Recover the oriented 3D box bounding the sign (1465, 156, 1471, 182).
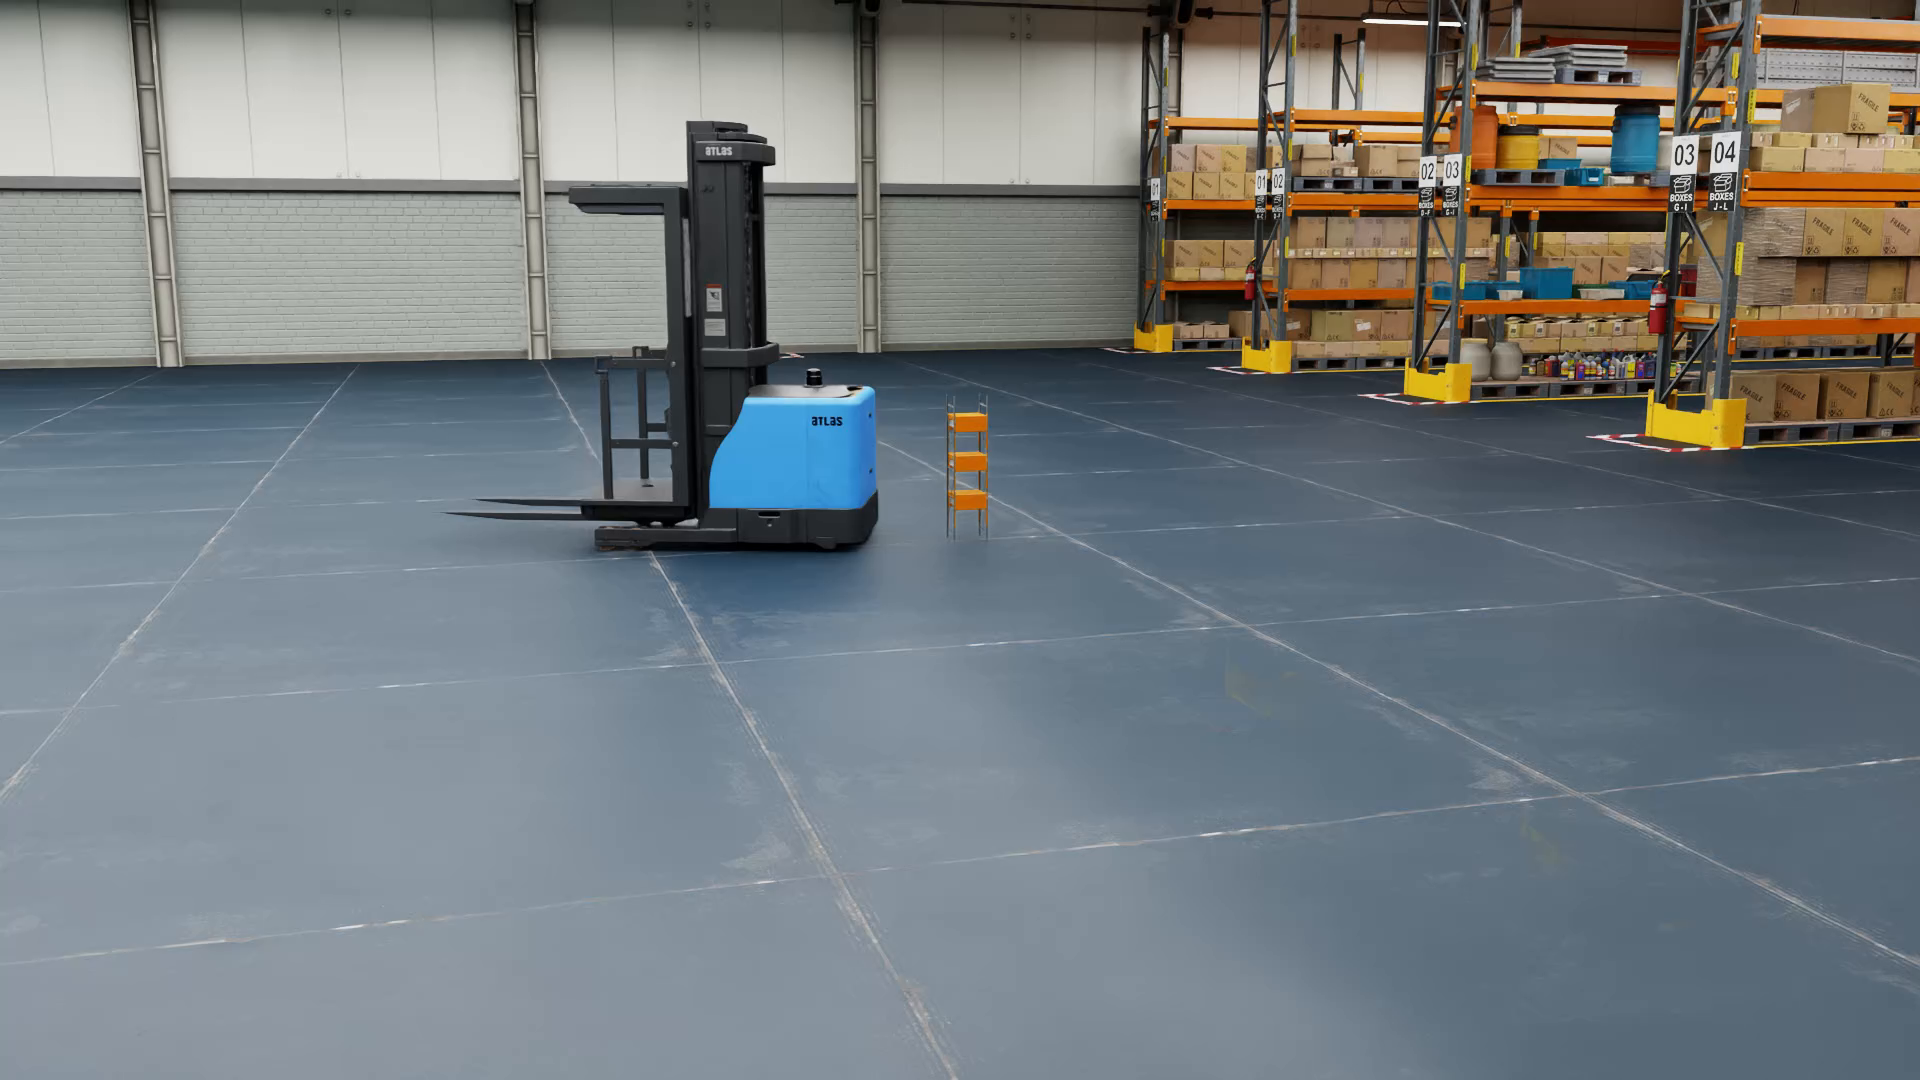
[{"bbox_3d":[6.544,-4.779,21.409,0.005,0.325,0.100,-3,11,-16],"label":"sign"}]

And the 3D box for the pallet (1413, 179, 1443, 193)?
[{"bbox_3d":[8.042,-5.843,27.458,1.213,0.211,1.003,-3,11,-16],"label":"pallet"}]

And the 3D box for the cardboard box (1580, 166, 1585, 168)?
[{"bbox_3d":[12.250,-7.333,33.819,0.500,0.500,0.700,-4,11,-19],"label":"cardboard box"}]

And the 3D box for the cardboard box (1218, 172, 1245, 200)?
[{"bbox_3d":[5.039,-6.673,31.391,0.500,0.500,0.500,-2,11,-13],"label":"cardboard box"}]

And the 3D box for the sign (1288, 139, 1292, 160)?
[{"bbox_3d":[5.163,-6.103,25.997,0.005,0.325,0.100,-3,11,-16],"label":"sign"}]

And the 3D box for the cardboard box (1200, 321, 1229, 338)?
[{"bbox_3d":[4.862,-4.059,32.023,0.500,0.311,0.500,-2,11,-11],"label":"cardboard box"}]

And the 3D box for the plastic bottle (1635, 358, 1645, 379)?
[{"bbox_3d":[9.368,-2.370,22.922,0.133,0.283,0.061,-2,11,-12],"label":"plastic bottle"}]

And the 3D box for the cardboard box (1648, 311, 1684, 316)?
[{"bbox_3d":[14.559,-4.818,34.711,0.750,0.750,0.750,-3,11,-15],"label":"cardboard box"}]

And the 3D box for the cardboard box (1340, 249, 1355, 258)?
[{"bbox_3d":[6.186,-4.645,26.927,0.250,0.149,0.380,-3,11,-17],"label":"cardboard box"}]

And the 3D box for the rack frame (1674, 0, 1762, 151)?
[{"bbox_3d":[7.779,-5.484,16.982,0.127,3.000,1.000,-3,11,-16],"label":"rack frame"}]

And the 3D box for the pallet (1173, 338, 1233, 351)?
[{"bbox_3d":[4.488,-3.785,32.021,1.213,0.211,1.003,-3,11,-16],"label":"pallet"}]

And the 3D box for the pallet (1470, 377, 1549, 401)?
[{"bbox_3d":[7.236,-2.076,22.739,1.213,0.211,1.003,-3,11,-16],"label":"pallet"}]

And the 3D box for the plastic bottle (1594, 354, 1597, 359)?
[{"bbox_3d":[8.993,-2.498,23.620,0.133,0.283,0.061,-3,11,-13],"label":"plastic bottle"}]

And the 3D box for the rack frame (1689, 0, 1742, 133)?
[{"bbox_3d":[10.235,-6.548,22.759,0.127,3.000,1.000,-3,11,-16],"label":"rack frame"}]

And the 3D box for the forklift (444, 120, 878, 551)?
[{"bbox_3d":[-2.153,-1.460,11.880,3.031,2.935,1.130,1,10,4],"label":"forklift"}]

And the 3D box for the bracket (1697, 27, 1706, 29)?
[{"bbox_3d":[15.278,-10.548,34.547,0.430,0.232,0.235,-3,11,-16],"label":"bracket"}]

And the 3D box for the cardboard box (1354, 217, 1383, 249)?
[{"bbox_3d":[6.503,-5.021,27.174,0.500,0.500,0.700,-3,11,-16],"label":"cardboard box"}]

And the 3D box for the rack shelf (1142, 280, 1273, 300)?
[{"bbox_3d":[5.546,-4.865,32.172,4.000,0.370,1.077,-3,11,-16],"label":"rack shelf"}]

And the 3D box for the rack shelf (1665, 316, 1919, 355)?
[{"bbox_3d":[9.699,-2.281,18.140,4.000,0.370,1.077,-3,11,-16],"label":"rack shelf"}]

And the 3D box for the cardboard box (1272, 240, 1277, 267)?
[{"bbox_3d":[6.134,-5.497,31.908,0.500,0.500,0.500,-3,11,-18],"label":"cardboard box"}]

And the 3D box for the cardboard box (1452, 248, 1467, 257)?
[{"bbox_3d":[8.164,-4.750,27.495,0.250,0.149,0.380,-3,11,-18],"label":"cardboard box"}]

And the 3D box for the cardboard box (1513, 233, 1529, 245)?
[{"bbox_3d":[11.669,-6.164,34.020,0.500,0.250,0.500,-3,11,-14],"label":"cardboard box"}]

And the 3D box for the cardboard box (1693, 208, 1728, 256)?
[{"bbox_3d":[8.238,-3.292,17.784,0.500,0.500,0.500,-3,11,-16],"label":"cardboard box"}]

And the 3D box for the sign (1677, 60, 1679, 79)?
[{"bbox_3d":[12.534,-8.204,28.955,0.005,0.325,0.100,-3,11,-16],"label":"sign"}]

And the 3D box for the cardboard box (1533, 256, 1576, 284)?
[{"bbox_3d":[10.102,-4.570,28.312,0.500,0.500,0.500,-2,11,-12],"label":"cardboard box"}]

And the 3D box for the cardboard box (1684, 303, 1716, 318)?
[{"bbox_3d":[7.995,-2.461,17.822,0.250,0.149,0.380,-3,11,-16],"label":"cardboard box"}]

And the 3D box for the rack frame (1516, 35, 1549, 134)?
[{"bbox_3d":[11.307,-8.472,33.213,0.127,3.000,1.000,-3,11,-16],"label":"rack frame"}]

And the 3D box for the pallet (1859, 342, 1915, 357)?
[{"bbox_3d":[17.195,-3.526,30.620,1.213,0.211,1.003,-3,11,-16],"label":"pallet"}]

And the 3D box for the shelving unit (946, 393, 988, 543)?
[{"bbox_3d":[0.051,-0.519,11.966,0.252,1.050,0.215,-3,11,-16],"label":"shelving unit"}]

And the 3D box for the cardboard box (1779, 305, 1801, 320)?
[{"bbox_3d":[8.609,-2.403,17.507,0.250,0.149,0.380,-3,11,-16],"label":"cardboard box"}]

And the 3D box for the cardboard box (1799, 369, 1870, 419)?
[{"bbox_3d":[9.554,-1.604,18.221,0.500,0.500,0.500,-2,11,-11],"label":"cardboard box"}]

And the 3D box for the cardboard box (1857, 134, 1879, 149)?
[{"bbox_3d":[9.366,-4.165,17.414,0.250,0.149,0.380,-4,11,-19],"label":"cardboard box"}]

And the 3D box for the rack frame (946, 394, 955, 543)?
[{"bbox_3d":[-0.066,-0.513,11.933,0.008,1.050,0.200,-3,11,-16],"label":"rack frame"}]

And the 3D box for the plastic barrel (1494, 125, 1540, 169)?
[{"bbox_3d":[7.453,-5.249,22.309,0.600,0.588,0.600,0,10,0],"label":"plastic barrel"}]

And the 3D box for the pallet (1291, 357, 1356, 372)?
[{"bbox_3d":[5.736,-2.931,27.383,1.213,0.211,1.003,-3,11,-16],"label":"pallet"}]

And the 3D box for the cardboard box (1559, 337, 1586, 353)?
[{"bbox_3d":[10.298,-3.342,28.353,0.500,0.250,0.500,-3,11,-18],"label":"cardboard box"}]

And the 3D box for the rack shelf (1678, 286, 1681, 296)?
[{"bbox_3d":[10.774,-4.206,28.595,4.000,0.370,1.077,-3,11,-16],"label":"rack shelf"}]

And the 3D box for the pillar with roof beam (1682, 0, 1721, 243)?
[{"bbox_3d":[16.781,-8.112,31.257,0.548,9.000,9.100,-3,11,-16],"label":"pillar with roof beam"}]

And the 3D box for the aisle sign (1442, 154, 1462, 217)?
[{"bbox_3d":[6.407,-4.619,21.671,0.004,0.787,0.394,-3,11,-16],"label":"aisle sign"}]

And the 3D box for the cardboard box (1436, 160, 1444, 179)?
[{"bbox_3d":[7.778,-6.158,27.628,0.500,0.311,0.500,-4,11,-19],"label":"cardboard box"}]

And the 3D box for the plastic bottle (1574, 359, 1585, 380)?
[{"bbox_3d":[8.445,-2.321,22.658,0.133,0.283,0.061,-3,11,-15],"label":"plastic bottle"}]

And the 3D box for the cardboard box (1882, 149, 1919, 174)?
[{"bbox_3d":[9.782,-3.994,17.584,0.500,0.250,0.500,-3,11,-14],"label":"cardboard box"}]

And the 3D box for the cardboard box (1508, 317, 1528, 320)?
[{"bbox_3d":[9.661,-3.686,28.672,0.500,0.311,0.500,-3,11,-14],"label":"cardboard box"}]

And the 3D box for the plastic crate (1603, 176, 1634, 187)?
[{"bbox_3d":[8.807,-4.791,22.231,0.396,0.136,0.243,-3,11,-16],"label":"plastic crate"}]

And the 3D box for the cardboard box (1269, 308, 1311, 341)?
[{"bbox_3d":[5.445,-3.558,27.452,0.500,0.500,0.500,-3,11,-16],"label":"cardboard box"}]

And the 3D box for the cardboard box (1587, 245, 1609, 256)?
[{"bbox_3d":[12.827,-5.757,33.881,0.500,0.500,0.500,-3,11,-16],"label":"cardboard box"}]

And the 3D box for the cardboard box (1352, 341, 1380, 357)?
[{"bbox_3d":[6.550,-3.150,27.307,0.500,0.250,0.500,-3,11,-16],"label":"cardboard box"}]

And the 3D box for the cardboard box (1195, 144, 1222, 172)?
[{"bbox_3d":[4.559,-7.137,31.151,0.500,0.500,0.500,-3,11,-17],"label":"cardboard box"}]

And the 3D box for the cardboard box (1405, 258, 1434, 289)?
[{"bbox_3d":[7.442,-4.432,27.558,0.500,0.500,0.700,-3,11,-15],"label":"cardboard box"}]

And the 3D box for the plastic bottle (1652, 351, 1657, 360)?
[{"bbox_3d":[9.657,-2.453,23.189,0.185,0.351,0.144,-3,11,-16],"label":"plastic bottle"}]

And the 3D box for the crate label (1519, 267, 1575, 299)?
[{"bbox_3d":[8.086,-3.552,22.961,0.616,0.435,0.502,-3,11,-16],"label":"crate label"}]

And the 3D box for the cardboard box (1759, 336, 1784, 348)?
[{"bbox_3d":[14.196,-3.673,29.404,0.500,0.500,0.500,-3,11,-17],"label":"cardboard box"}]

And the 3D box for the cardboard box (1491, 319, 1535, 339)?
[{"bbox_3d":[9.321,-3.566,28.019,0.500,0.311,0.500,-3,11,-16],"label":"cardboard box"}]

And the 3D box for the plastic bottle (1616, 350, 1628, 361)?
[{"bbox_3d":[9.384,-2.517,23.536,0.185,0.351,0.144,-3,11,-16],"label":"plastic bottle"}]
